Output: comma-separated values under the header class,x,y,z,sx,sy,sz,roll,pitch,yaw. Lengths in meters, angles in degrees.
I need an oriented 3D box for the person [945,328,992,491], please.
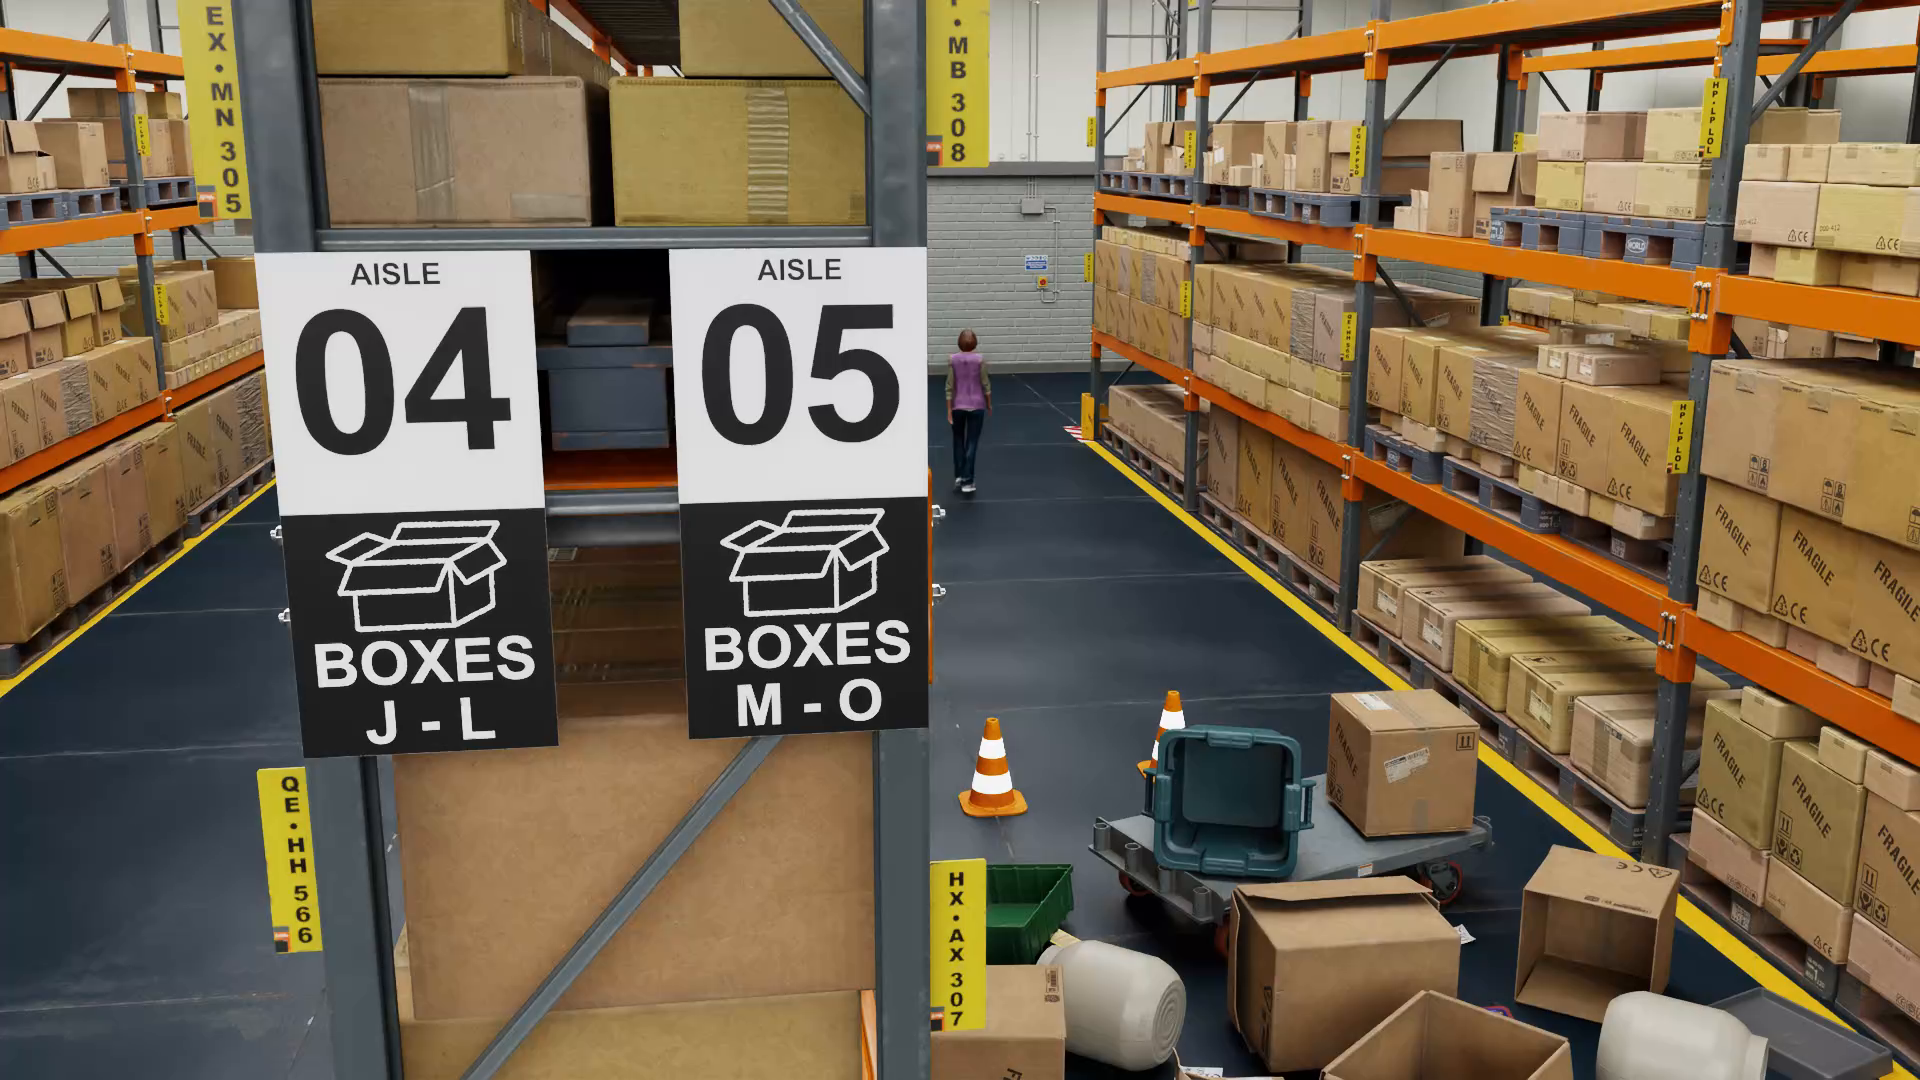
class,x,y,z,sx,sy,sz,roll,pitch,yaw
person,0.083,-1.255,16.301,0.433,1.642,0.630,2,14,8
